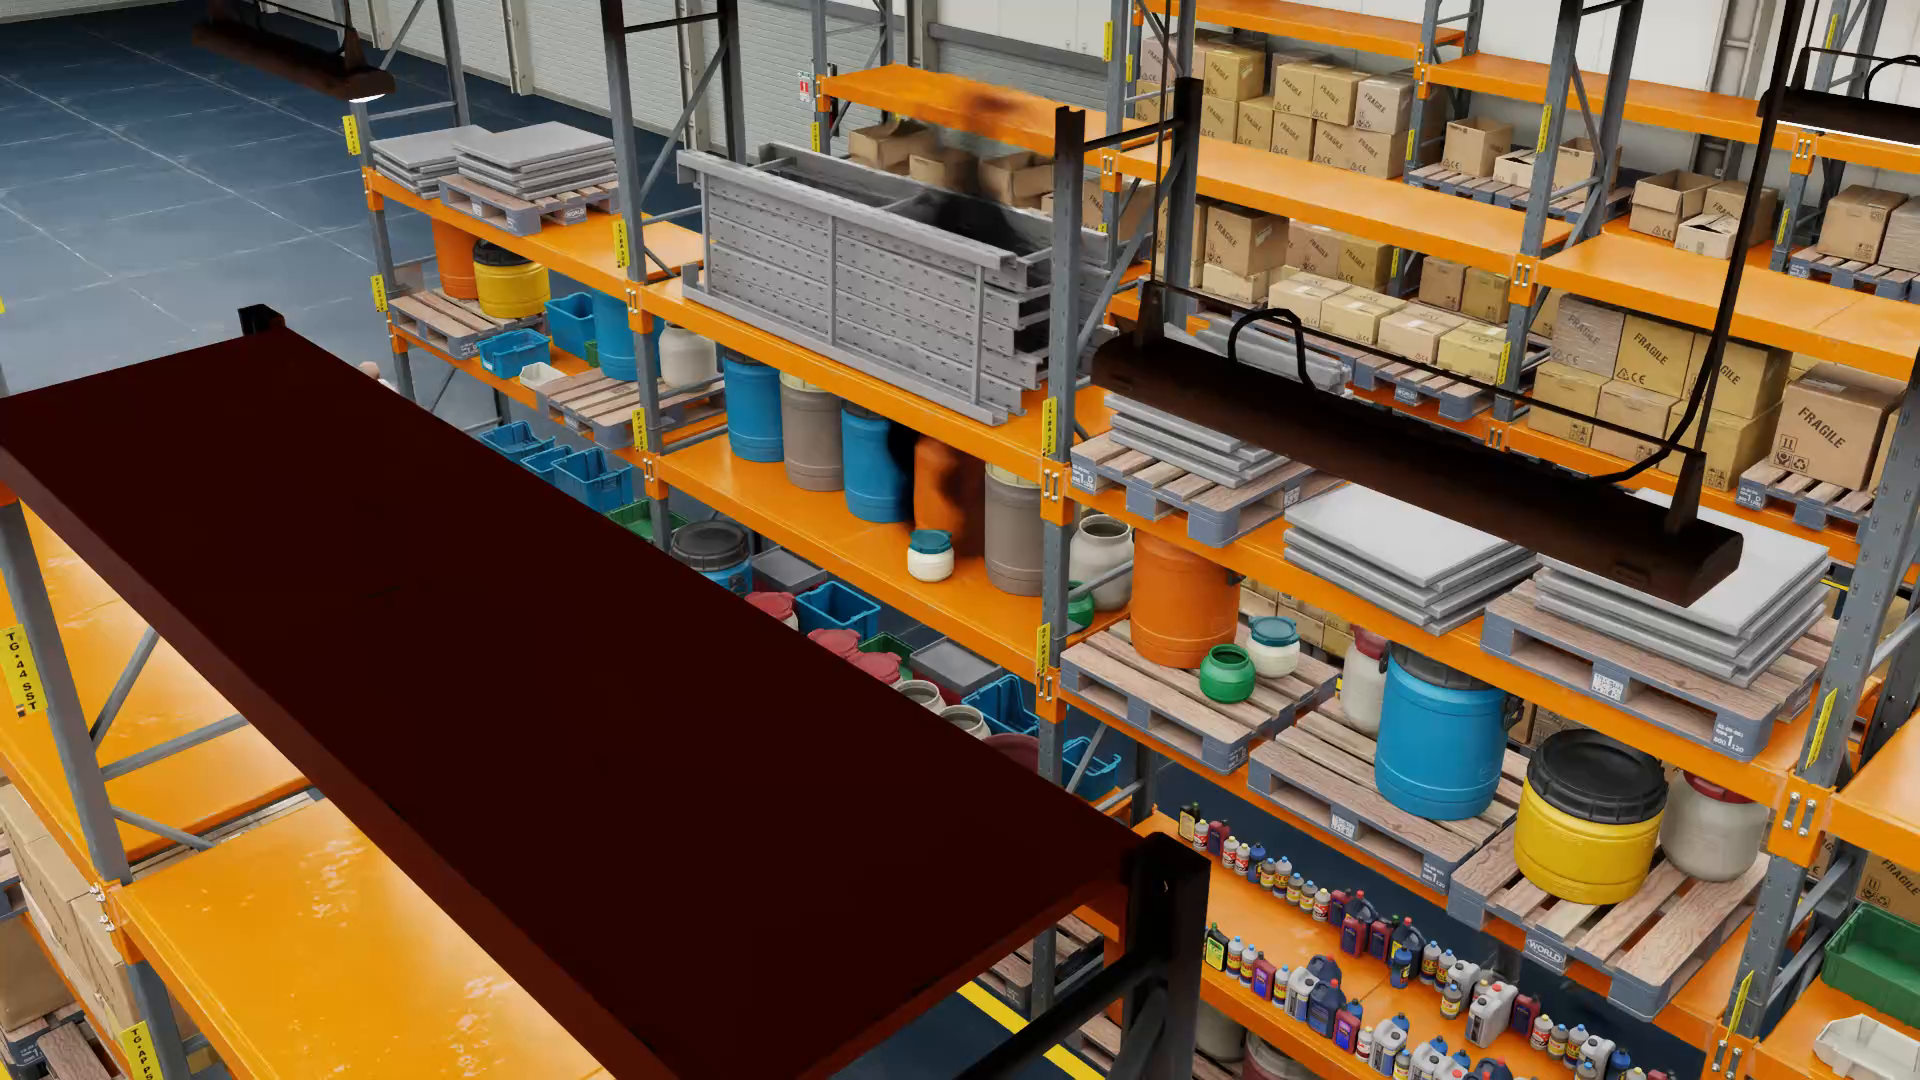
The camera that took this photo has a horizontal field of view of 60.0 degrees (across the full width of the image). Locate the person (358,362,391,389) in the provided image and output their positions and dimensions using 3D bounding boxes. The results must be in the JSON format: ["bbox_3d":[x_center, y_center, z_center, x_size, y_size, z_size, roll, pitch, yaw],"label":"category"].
[{"bbox_3d":[-5.894,-0.976,16.836,0.685,1.753,0.745,-1,28,-2],"label":"person"}]

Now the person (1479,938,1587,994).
[{"bbox_3d":[3.805,2.290,10.736,0.794,1.775,0.684,18,33,30],"label":"person"}]

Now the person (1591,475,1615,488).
[{"bbox_3d":[5.631,0.108,14.904,0.661,1.682,0.585,-21,34,-33],"label":"person"}]
